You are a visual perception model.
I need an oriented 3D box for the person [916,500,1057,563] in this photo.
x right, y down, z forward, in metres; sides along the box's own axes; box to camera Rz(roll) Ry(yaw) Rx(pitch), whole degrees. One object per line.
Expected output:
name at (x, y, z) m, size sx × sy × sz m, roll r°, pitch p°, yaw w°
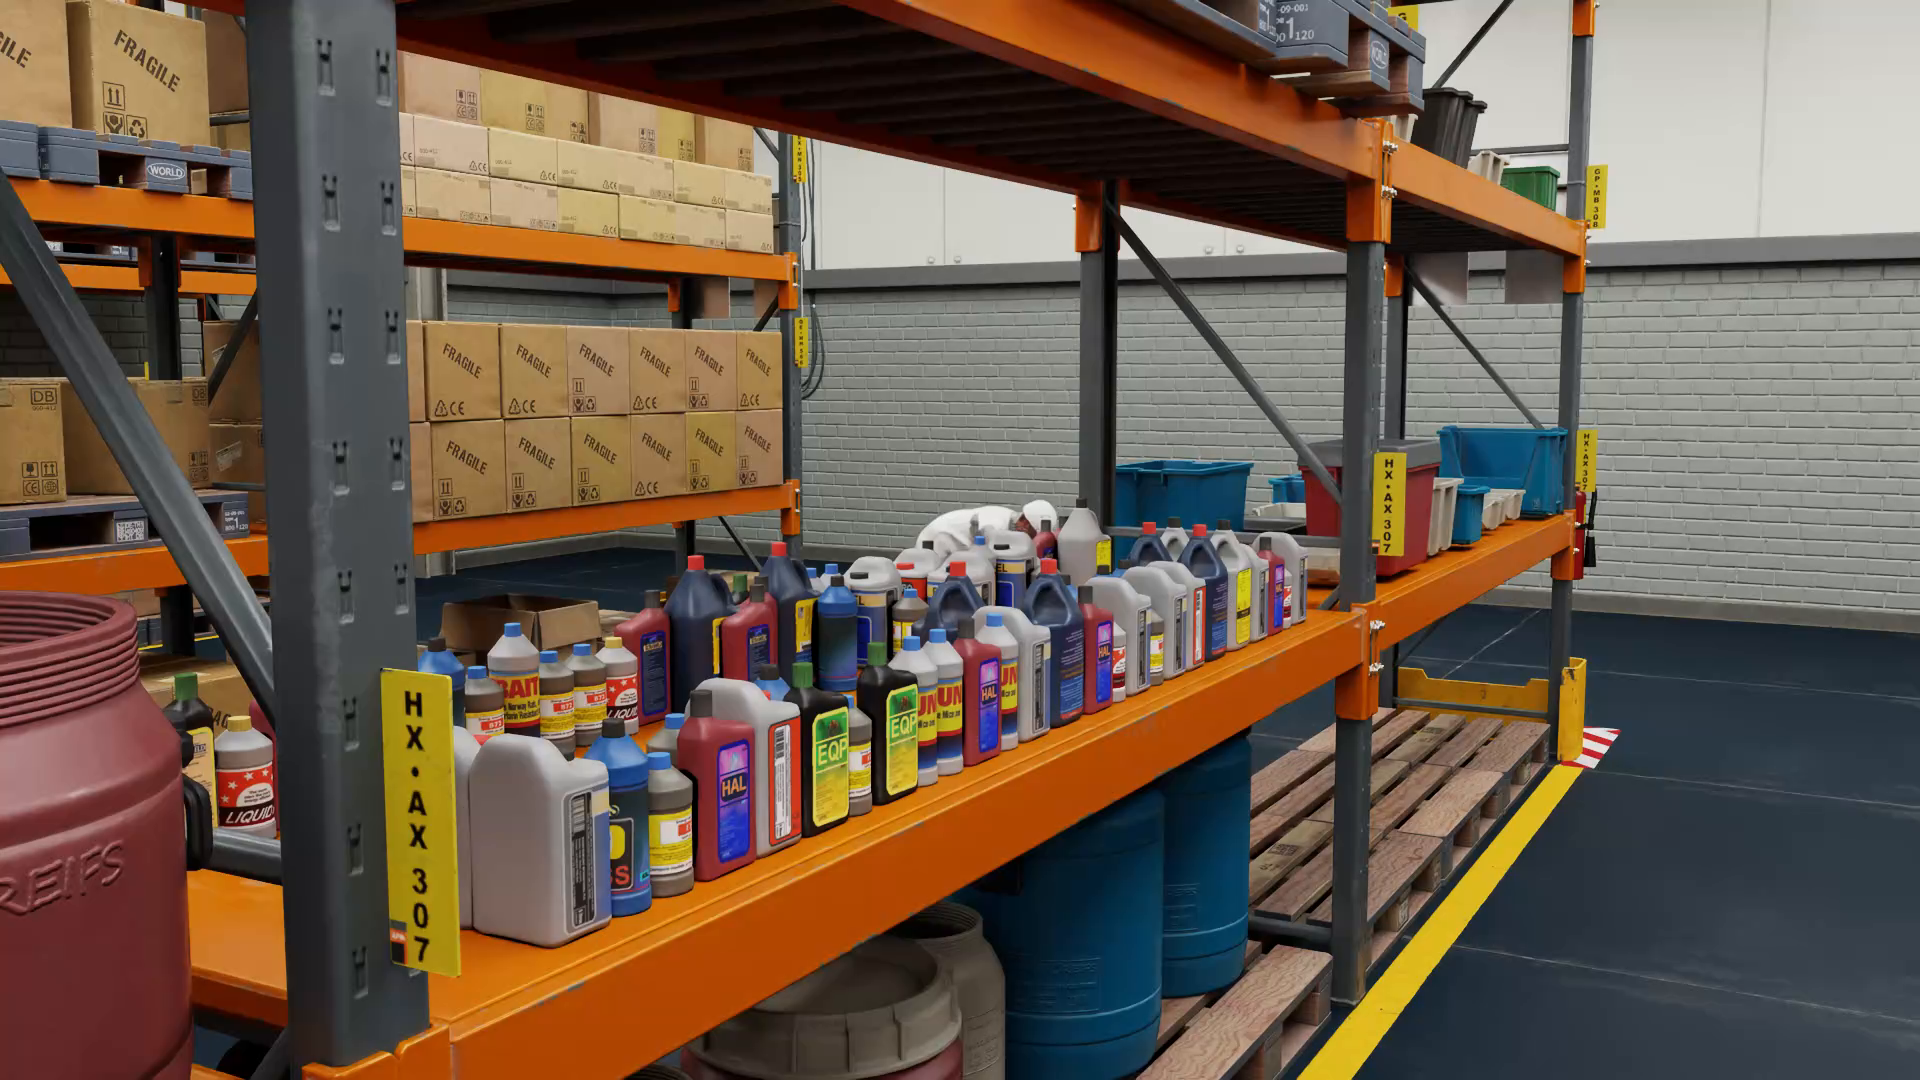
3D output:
person at (0.185, 0.320, 11.184) m, size 0.981 × 1.202 × 0.485 m, roll 3°, pitch 7°, yaw 26°
